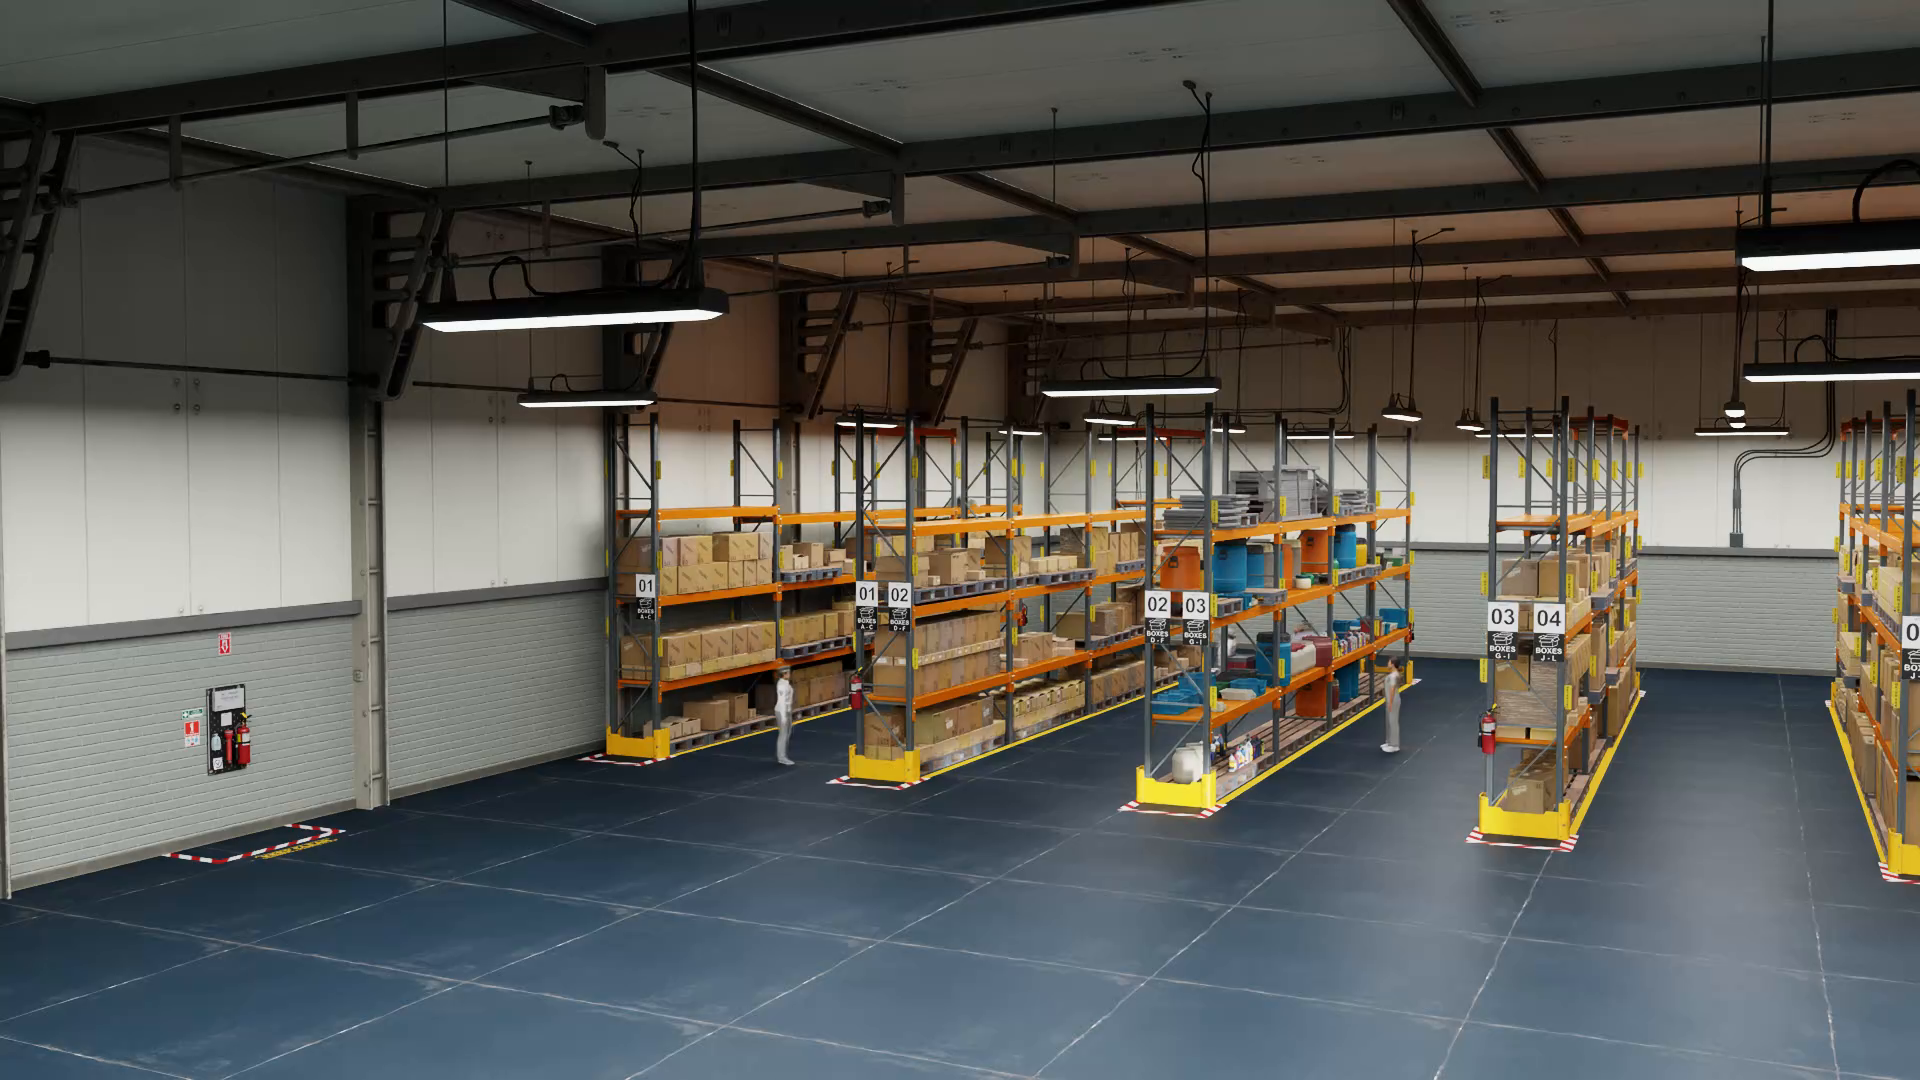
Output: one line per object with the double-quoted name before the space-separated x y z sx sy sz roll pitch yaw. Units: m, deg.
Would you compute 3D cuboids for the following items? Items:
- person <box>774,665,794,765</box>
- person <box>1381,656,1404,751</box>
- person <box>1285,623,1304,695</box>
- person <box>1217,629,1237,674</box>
"person" -3.003 3.009 28.415 0.341 1.763 0.559 0 2 0
"person" 7.710 2.910 29.670 0.373 1.675 0.483 0 2 7
"person" 7.499 2.647 37.034 0.454 1.595 0.964 2 3 39
"person" 5.640 2.693 35.236 0.459 1.652 0.540 0 2 7
